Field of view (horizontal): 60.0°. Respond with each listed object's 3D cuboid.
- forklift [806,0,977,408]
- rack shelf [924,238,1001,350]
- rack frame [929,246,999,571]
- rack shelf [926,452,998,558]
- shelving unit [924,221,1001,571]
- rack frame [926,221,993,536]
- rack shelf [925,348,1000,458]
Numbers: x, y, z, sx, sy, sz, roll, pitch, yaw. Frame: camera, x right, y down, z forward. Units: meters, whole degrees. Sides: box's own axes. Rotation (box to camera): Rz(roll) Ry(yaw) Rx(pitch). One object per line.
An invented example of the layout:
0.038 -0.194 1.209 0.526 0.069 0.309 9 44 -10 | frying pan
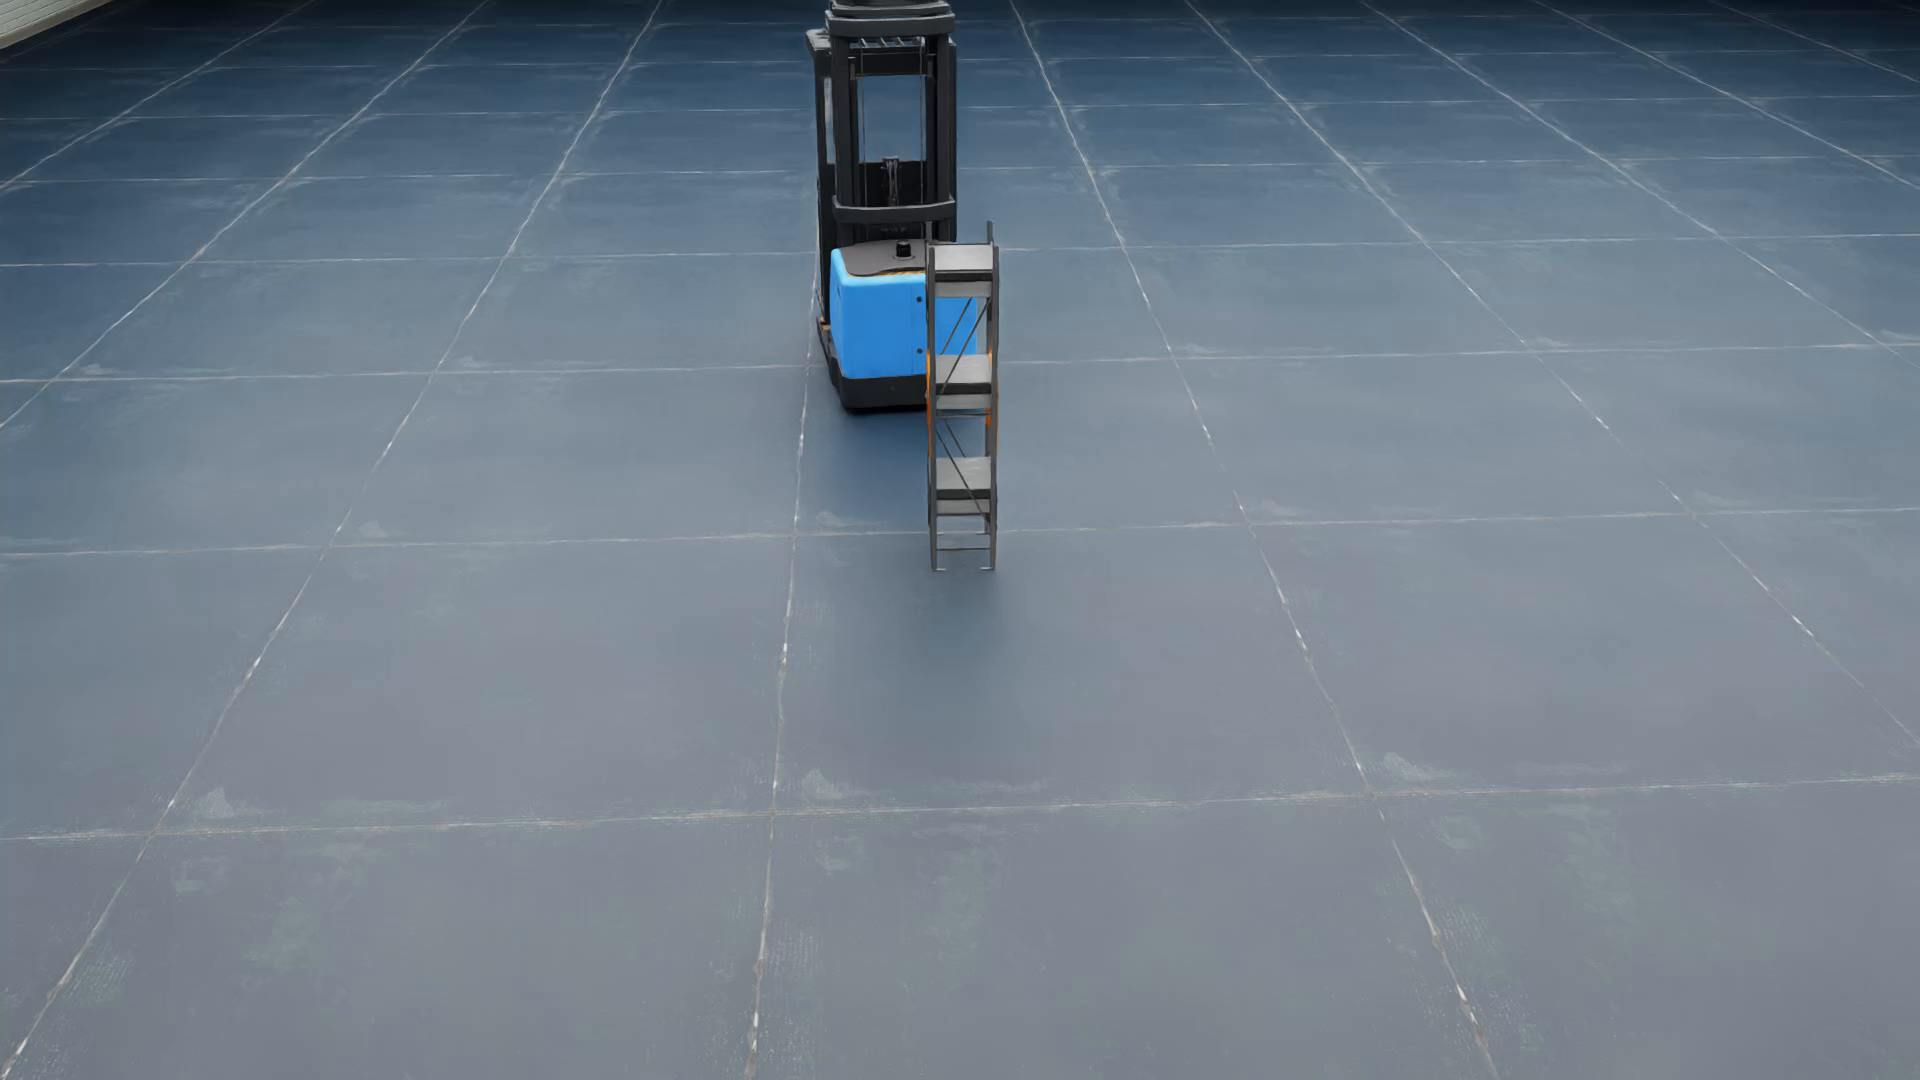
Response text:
-0.612 -2.954 13.307 1.130 2.935 3.031 -5 28 -9 | forklift
0.009 -1.463 9.863 0.431 0.518 0.480 -1 28 -3 | rack shelf
0.021 -0.742 9.964 0.400 2.100 0.015 -1 28 -3 | rack frame
0.009 -0.222 10.510 0.431 0.518 0.480 -1 28 -3 | rack shelf
0.009 -0.855 10.180 0.431 2.100 0.503 -1 28 -3 | shelving unit
-0.004 -0.967 10.396 0.400 2.100 0.015 -1 28 -3 | rack frame
0.009 -0.842 10.186 0.431 0.518 0.480 -1 28 -3 | rack shelf
